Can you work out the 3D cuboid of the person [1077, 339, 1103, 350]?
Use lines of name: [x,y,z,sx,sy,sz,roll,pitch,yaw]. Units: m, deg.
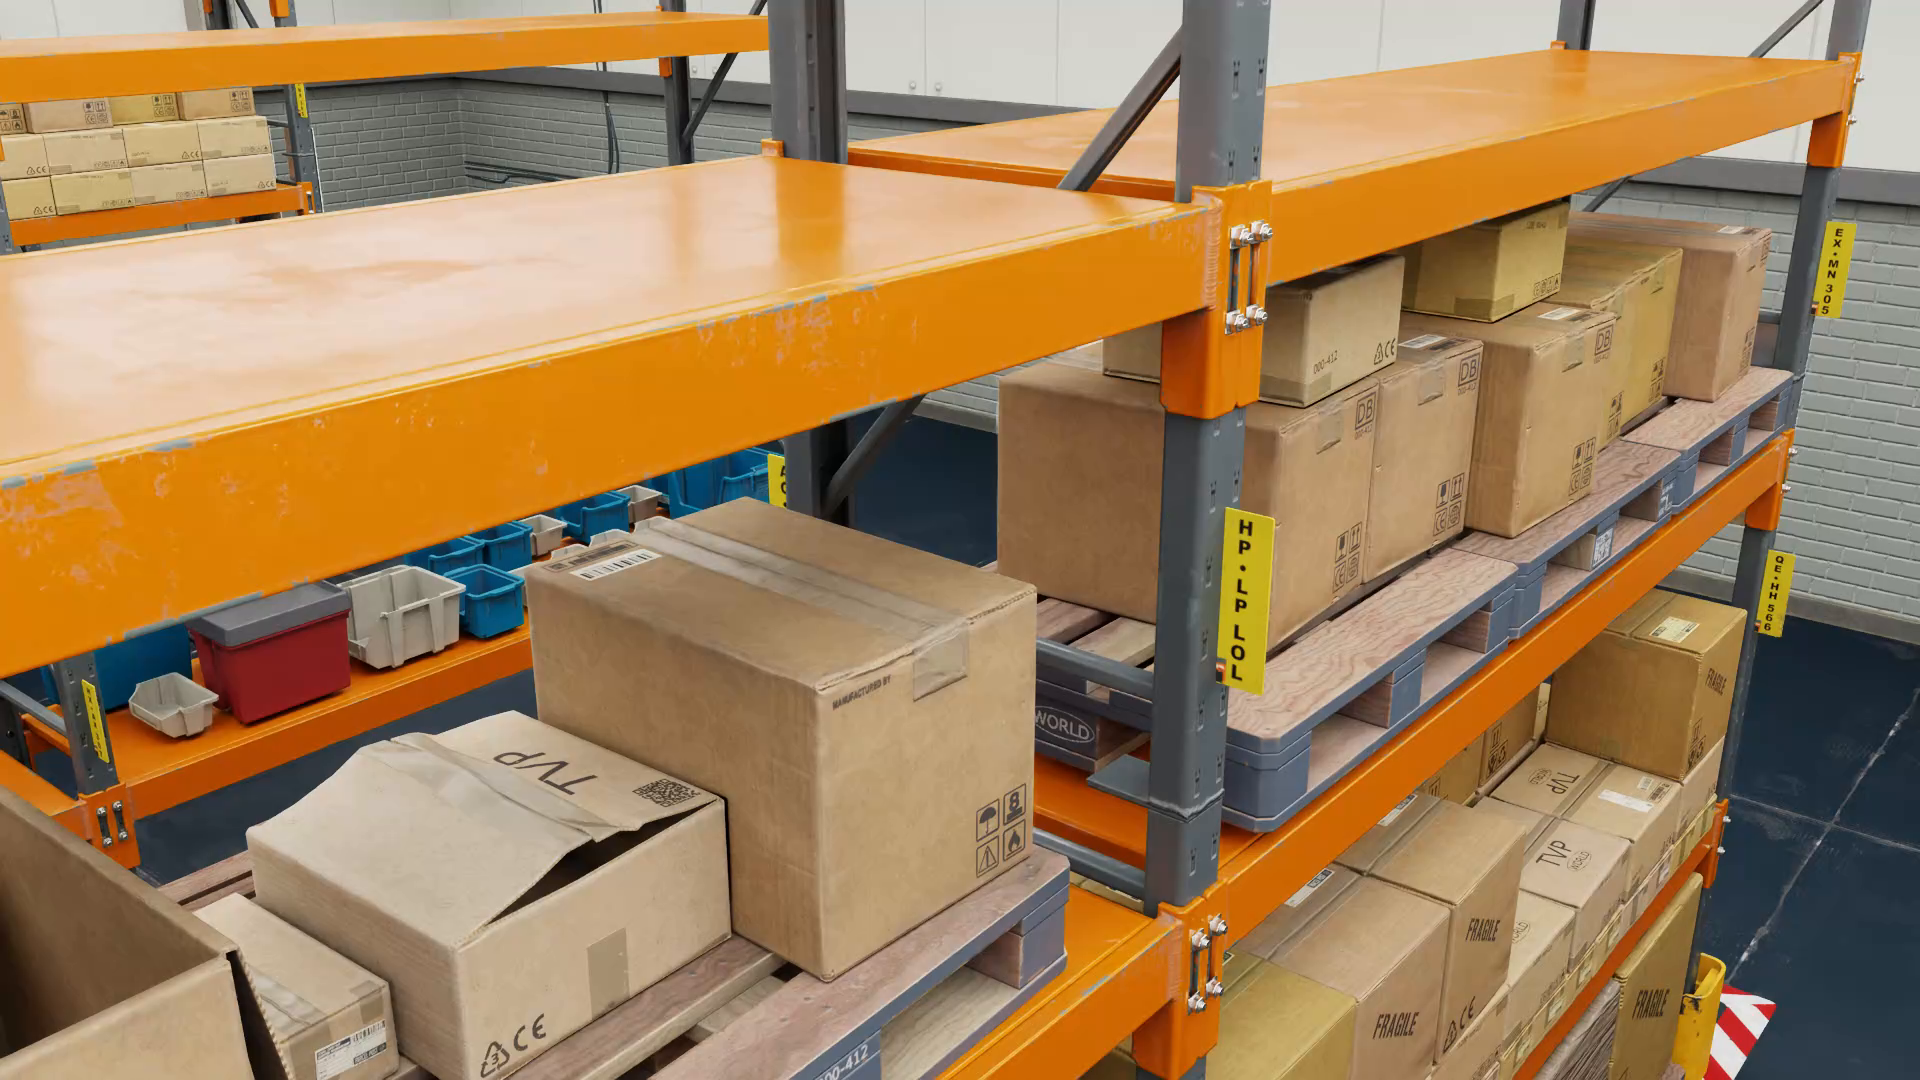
person: [1.324,-1.077,13.487,0.880,1.737,0.591,-15,25,-35]
